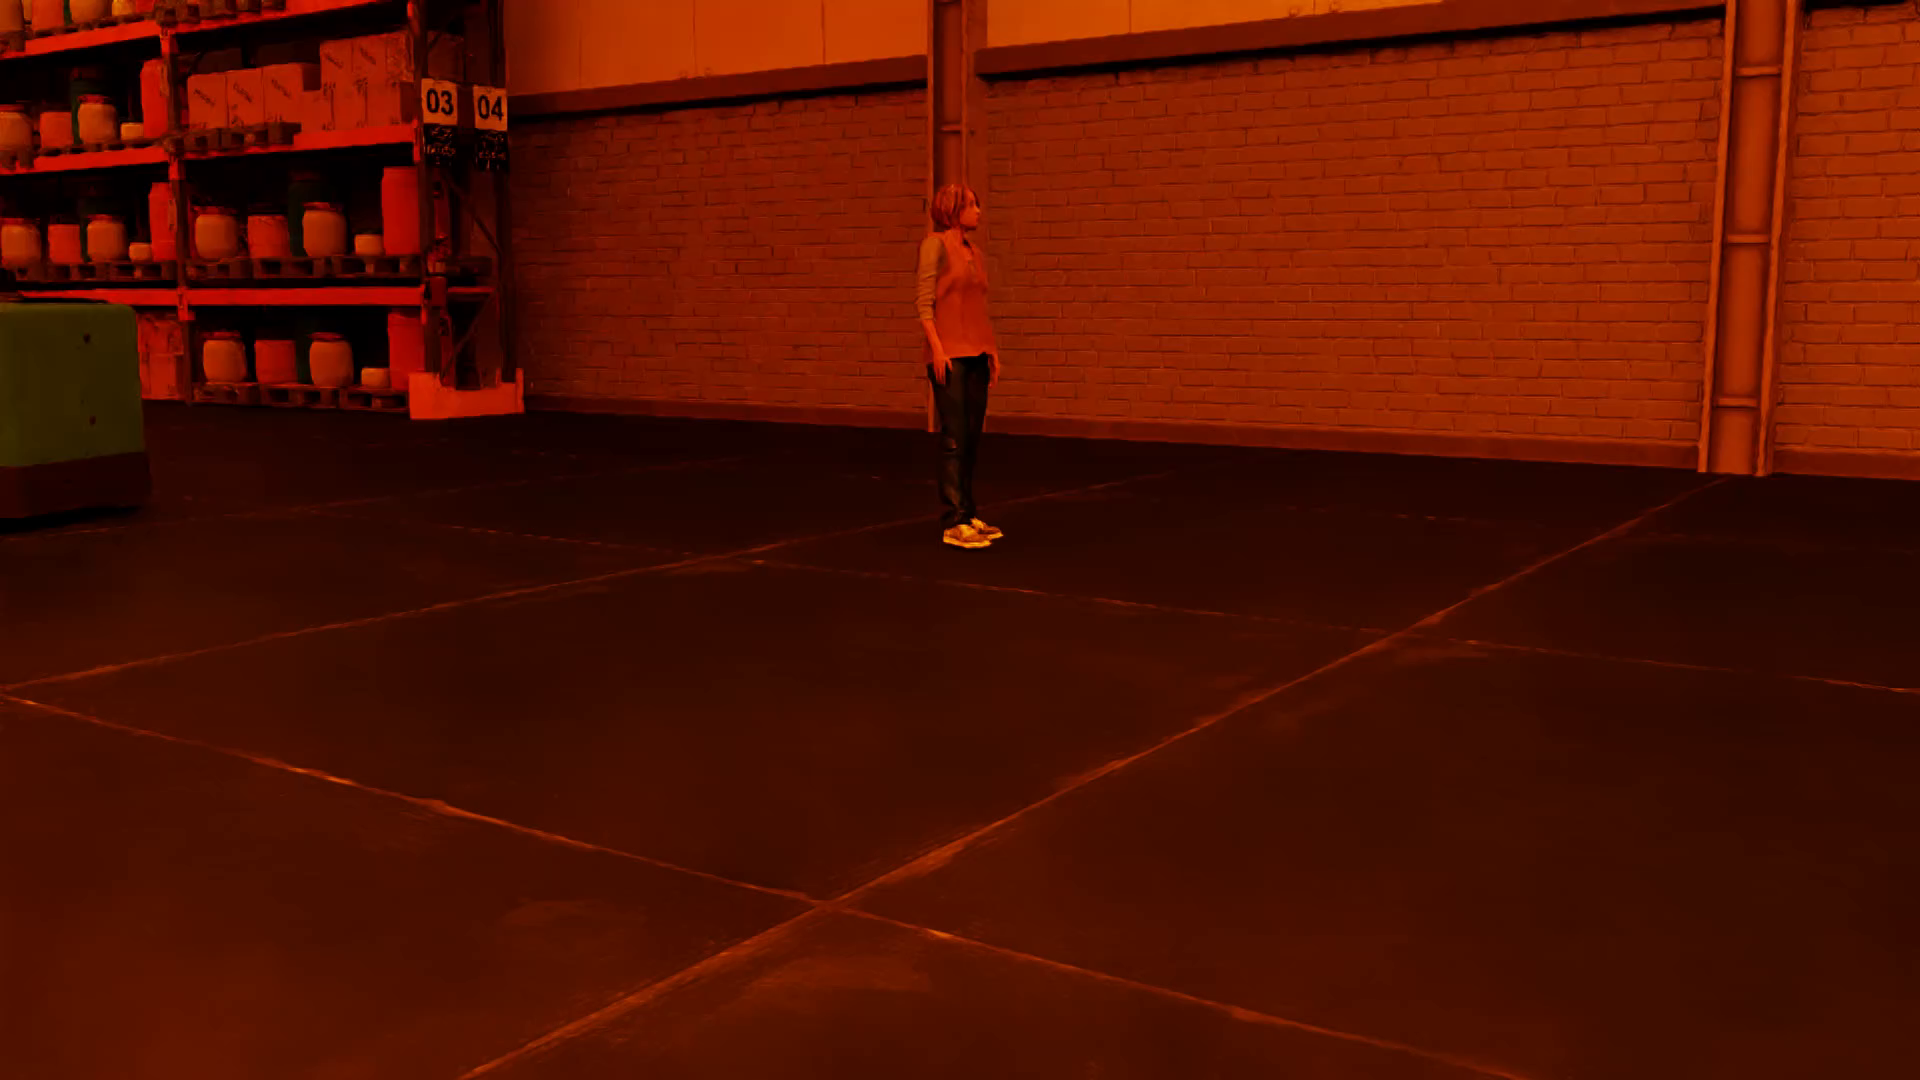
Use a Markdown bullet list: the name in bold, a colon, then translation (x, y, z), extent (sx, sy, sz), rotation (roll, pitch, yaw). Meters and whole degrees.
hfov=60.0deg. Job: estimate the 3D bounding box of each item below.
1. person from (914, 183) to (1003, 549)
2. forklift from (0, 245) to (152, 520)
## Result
- **person**: translation (0.054, -0.790, 7.438), extent (0.474, 1.597, 0.520), rotation (5, 10, 34)
- **forklift**: translation (-5.806, -1.586, 8.343), extent (3.031, 2.935, 1.130), rotation (1, 8, 10)
